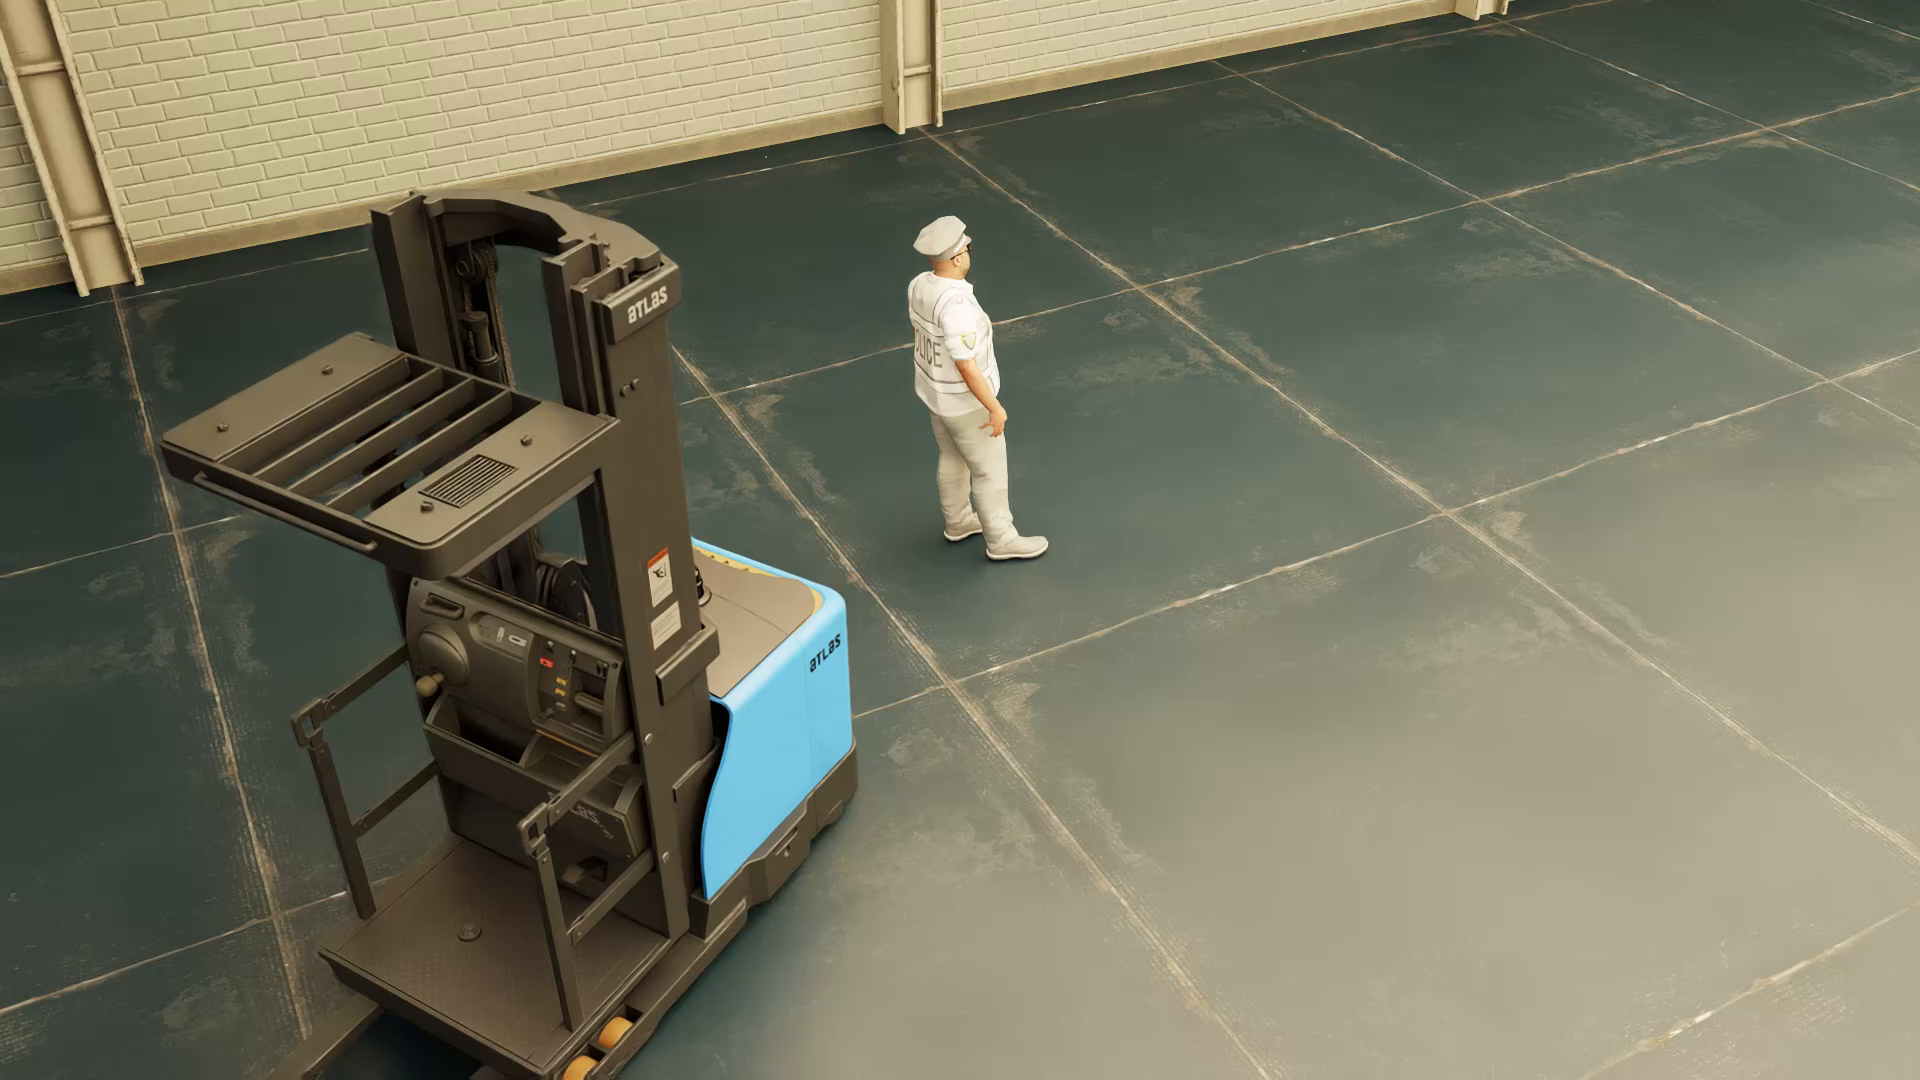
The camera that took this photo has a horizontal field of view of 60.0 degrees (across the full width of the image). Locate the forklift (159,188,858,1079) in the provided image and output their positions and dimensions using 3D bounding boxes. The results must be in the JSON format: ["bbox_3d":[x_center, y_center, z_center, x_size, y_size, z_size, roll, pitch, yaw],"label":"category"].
[{"bbox_3d":[-1.612,0.482,5.442,1.130,2.935,3.031,19,39,24],"label":"forklift"}]

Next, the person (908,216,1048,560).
[{"bbox_3d":[0.074,-0.749,8.165,0.574,1.780,0.641,-17,39,-23],"label":"person"}]
